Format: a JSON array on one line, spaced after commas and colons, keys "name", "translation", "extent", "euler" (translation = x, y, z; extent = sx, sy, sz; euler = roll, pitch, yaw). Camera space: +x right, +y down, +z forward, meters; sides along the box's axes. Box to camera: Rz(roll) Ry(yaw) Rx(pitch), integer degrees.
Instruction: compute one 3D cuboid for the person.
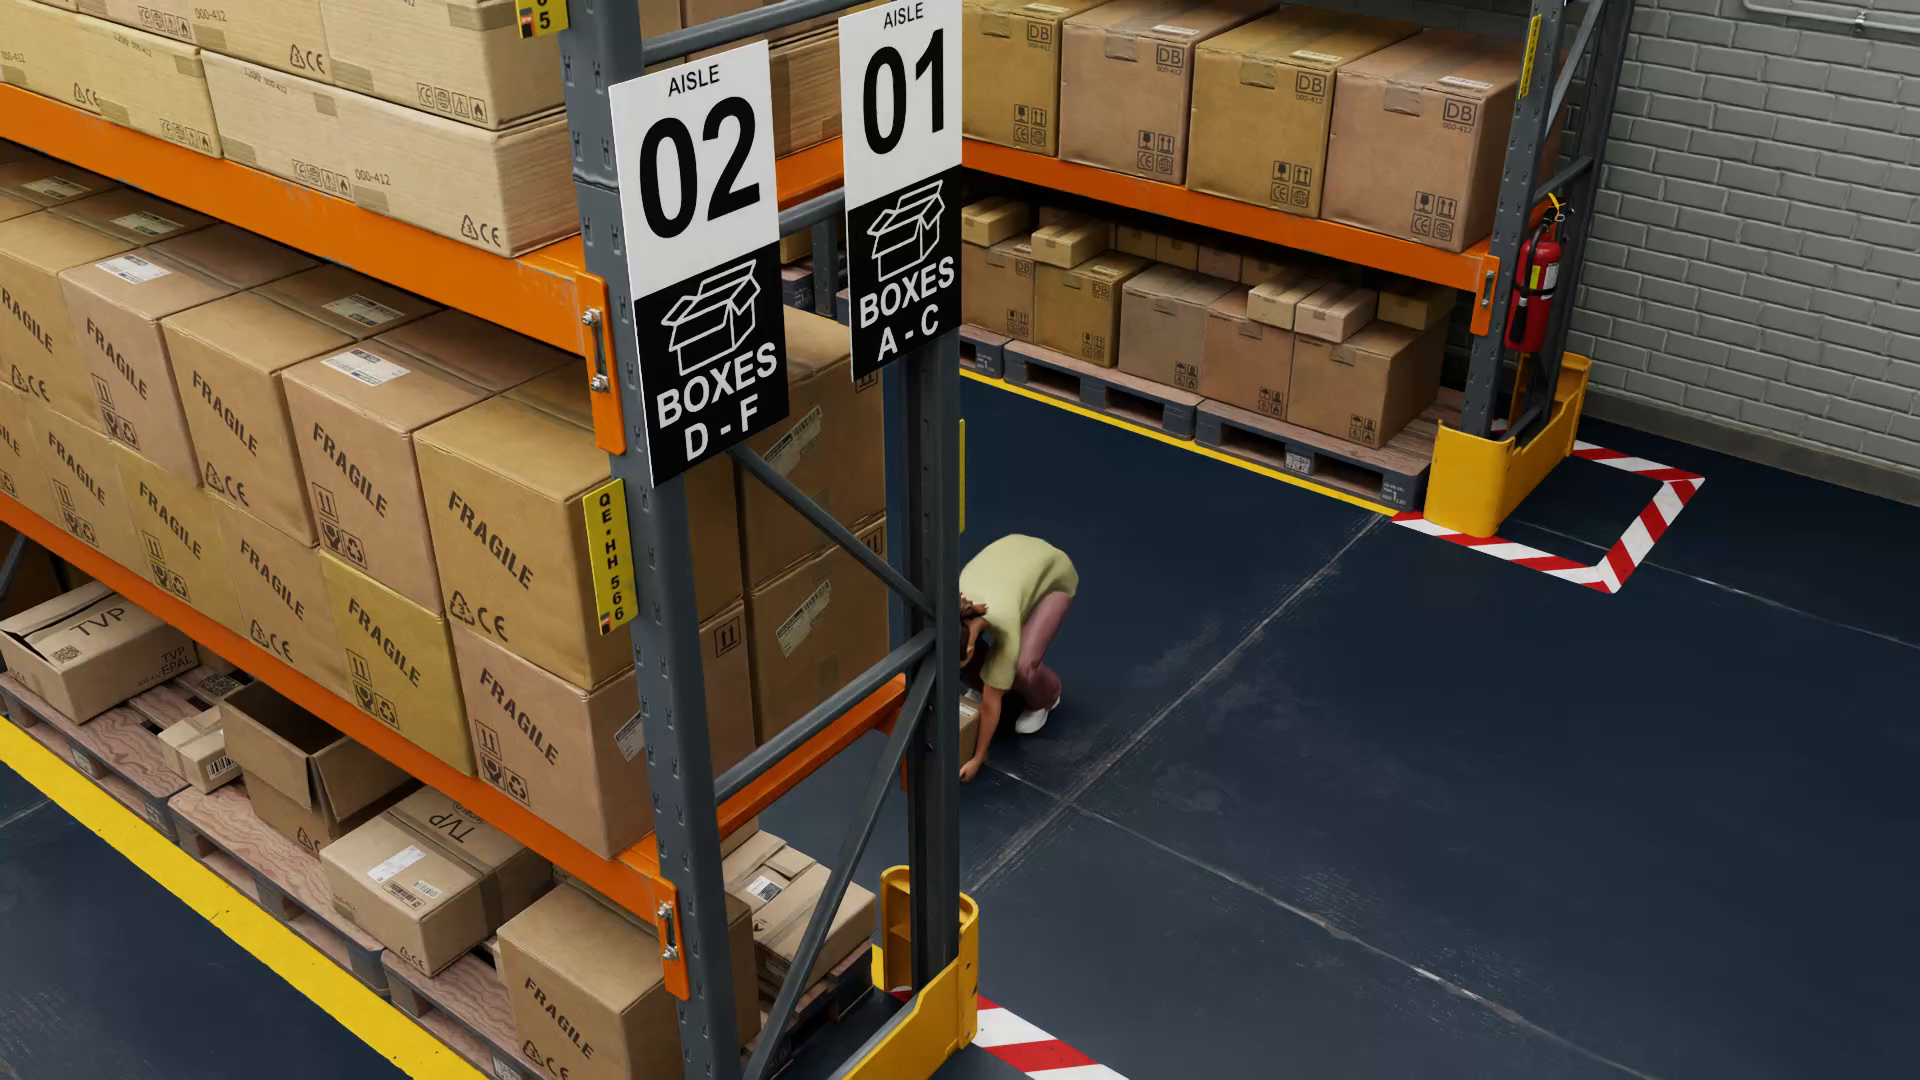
[{"name": "person", "translation": [0.124, 0.424, 6.360], "extent": [0.455, 0.745, 0.867], "euler": [20, 36, 30]}]
